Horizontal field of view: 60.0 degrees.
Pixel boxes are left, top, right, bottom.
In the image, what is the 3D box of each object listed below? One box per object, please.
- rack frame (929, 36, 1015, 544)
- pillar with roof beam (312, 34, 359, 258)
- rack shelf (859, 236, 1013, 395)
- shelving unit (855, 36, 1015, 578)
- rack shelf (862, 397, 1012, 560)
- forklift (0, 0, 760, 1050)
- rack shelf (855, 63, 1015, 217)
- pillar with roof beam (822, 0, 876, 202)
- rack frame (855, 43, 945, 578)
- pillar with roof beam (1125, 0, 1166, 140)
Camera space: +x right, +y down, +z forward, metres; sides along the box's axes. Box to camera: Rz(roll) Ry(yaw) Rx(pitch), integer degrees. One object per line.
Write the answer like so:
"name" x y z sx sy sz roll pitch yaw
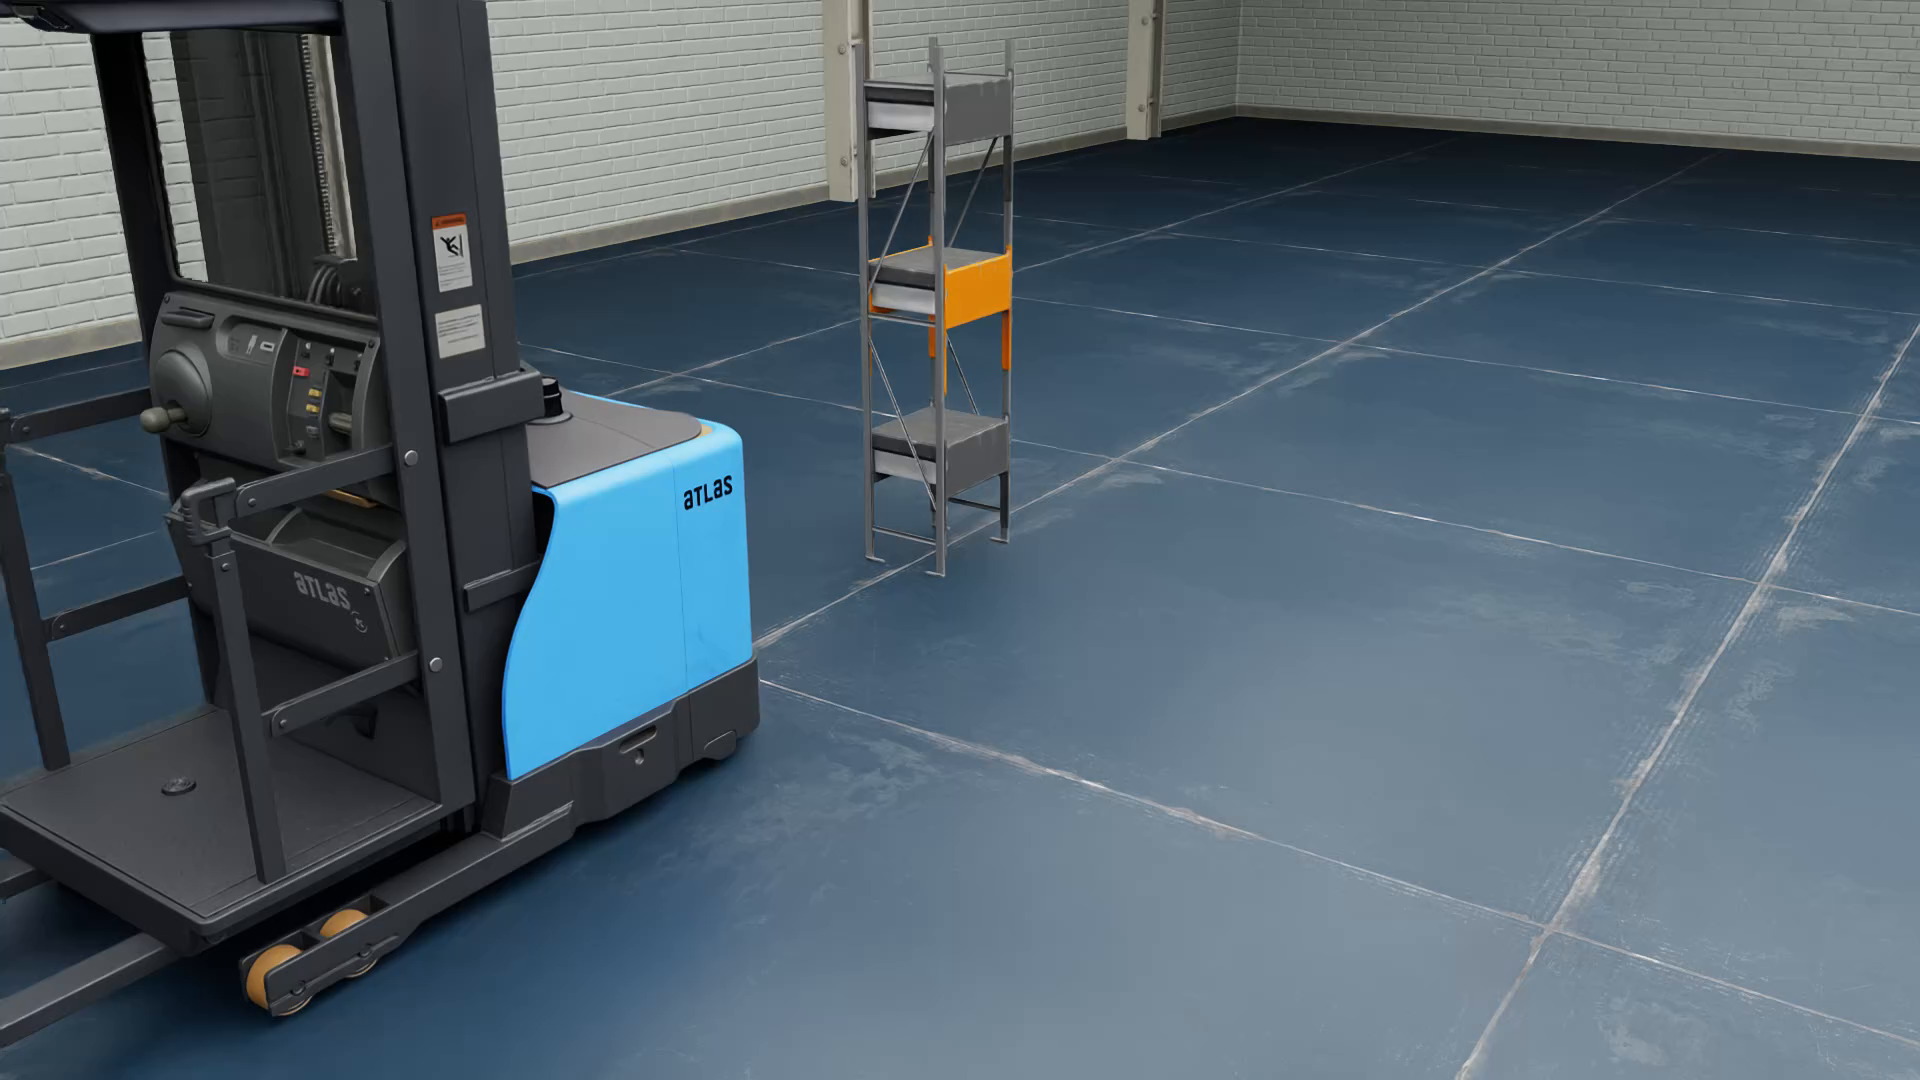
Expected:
"rack frame" 0.044 -1.007 6.962 0.400 2.100 0.015 13 24 32
"pillar with roof beam" -0.878 -5.018 7.861 9.100 9.000 0.400 13 24 32
"rack shelf" -0.093 -0.925 6.777 0.431 0.518 0.480 13 24 32
"shelving unit" -0.093 -0.937 6.772 0.431 2.100 0.503 13 24 32
"rack shelf" -0.093 -0.268 7.020 0.431 0.518 0.480 13 24 32
"forklift" -1.914 -0.394 4.105 1.130 2.935 3.031 14 24 33
"rack shelf" -0.093 -1.581 6.534 0.431 0.518 0.480 13 24 32
"pillar with roof beam" 2.495 -6.740 12.515 9.100 9.000 0.400 13 24 32
"rack frame" -0.230 -0.867 6.583 0.400 2.100 0.015 13 24 32
"pillar with roof beam" 5.868 -8.461 17.169 9.100 9.000 0.400 13 24 32
